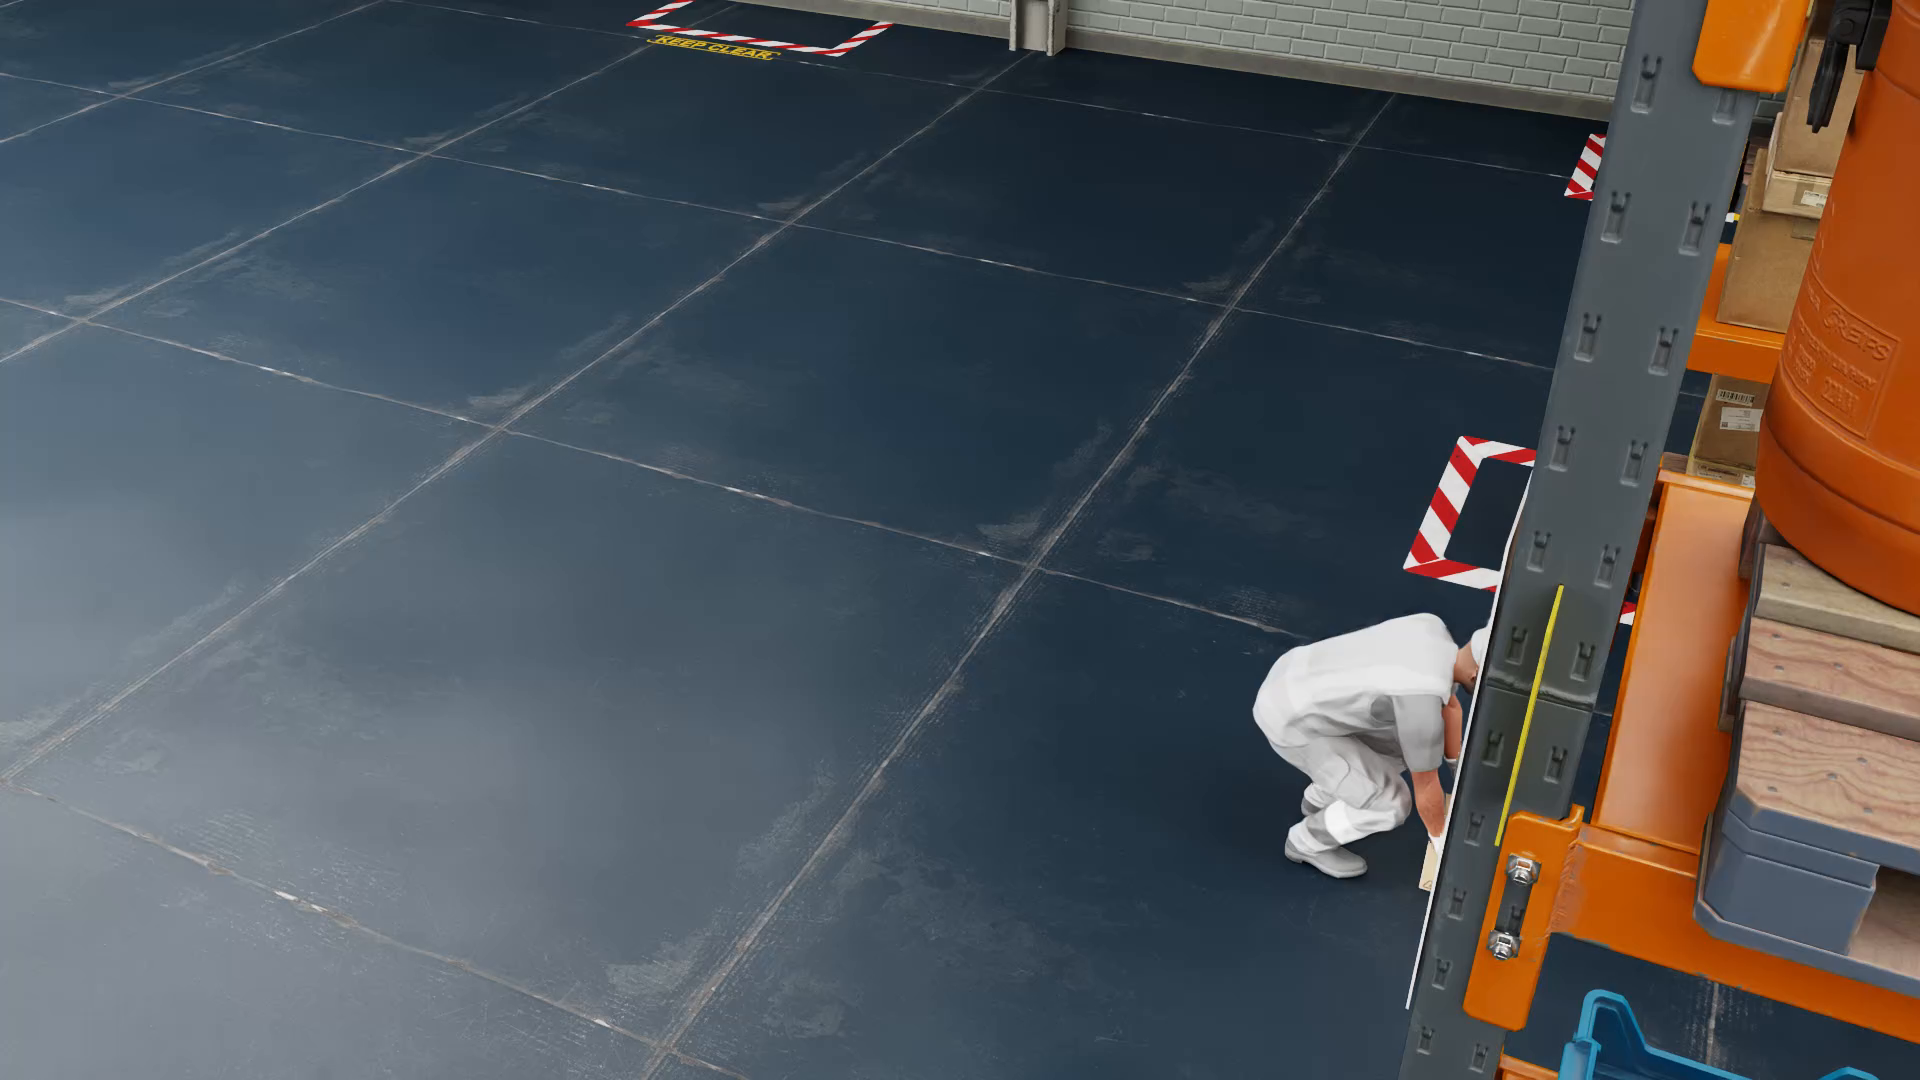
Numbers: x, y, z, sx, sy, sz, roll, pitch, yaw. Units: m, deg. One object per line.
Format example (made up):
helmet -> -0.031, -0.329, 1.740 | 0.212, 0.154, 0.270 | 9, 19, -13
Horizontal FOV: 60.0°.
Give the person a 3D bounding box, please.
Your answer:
person -> 1.475, 0.669, 5.787 | 0.862, 1.040, 0.577 | 14, 36, 20
